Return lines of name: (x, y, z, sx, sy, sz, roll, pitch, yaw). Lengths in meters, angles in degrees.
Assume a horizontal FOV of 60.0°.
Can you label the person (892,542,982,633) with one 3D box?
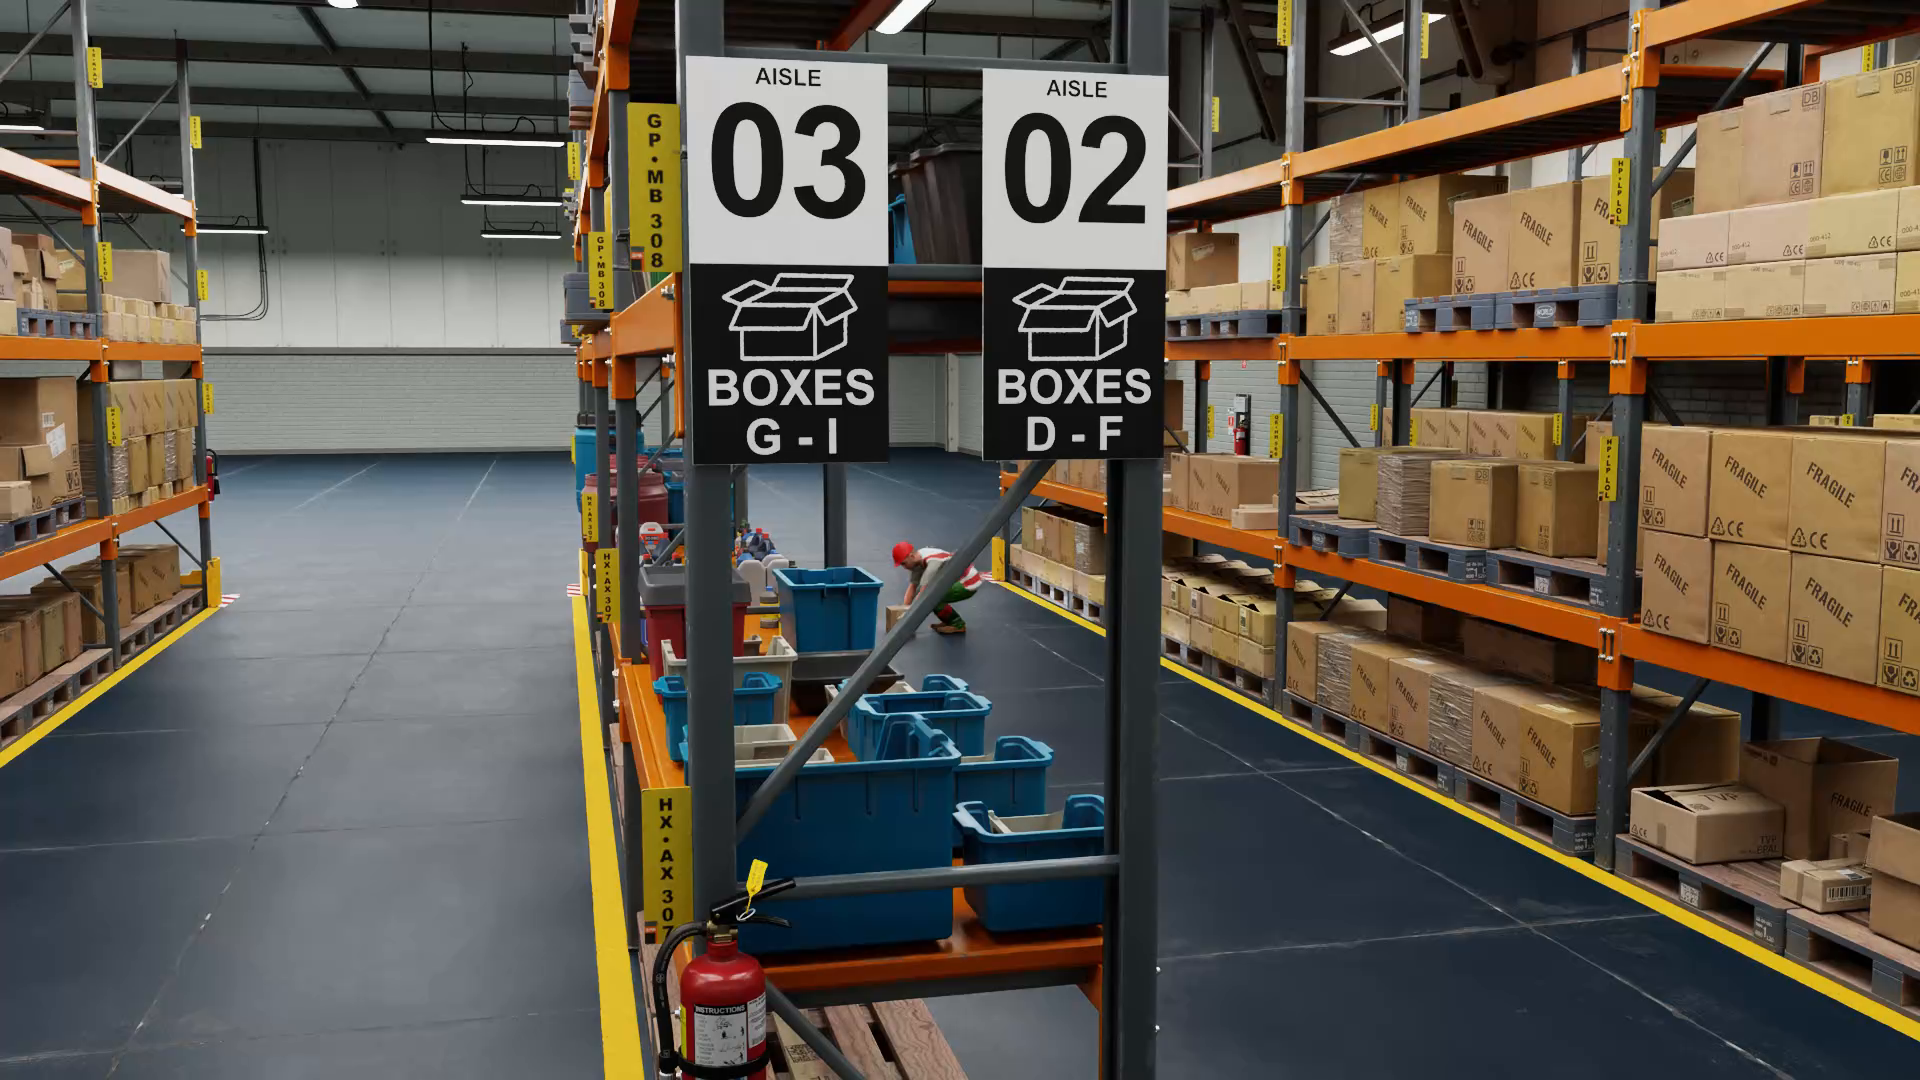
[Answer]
person: (-0.230, 0.454, 16.212, 0.887, 0.906, 0.571, -1, 6, -14)
